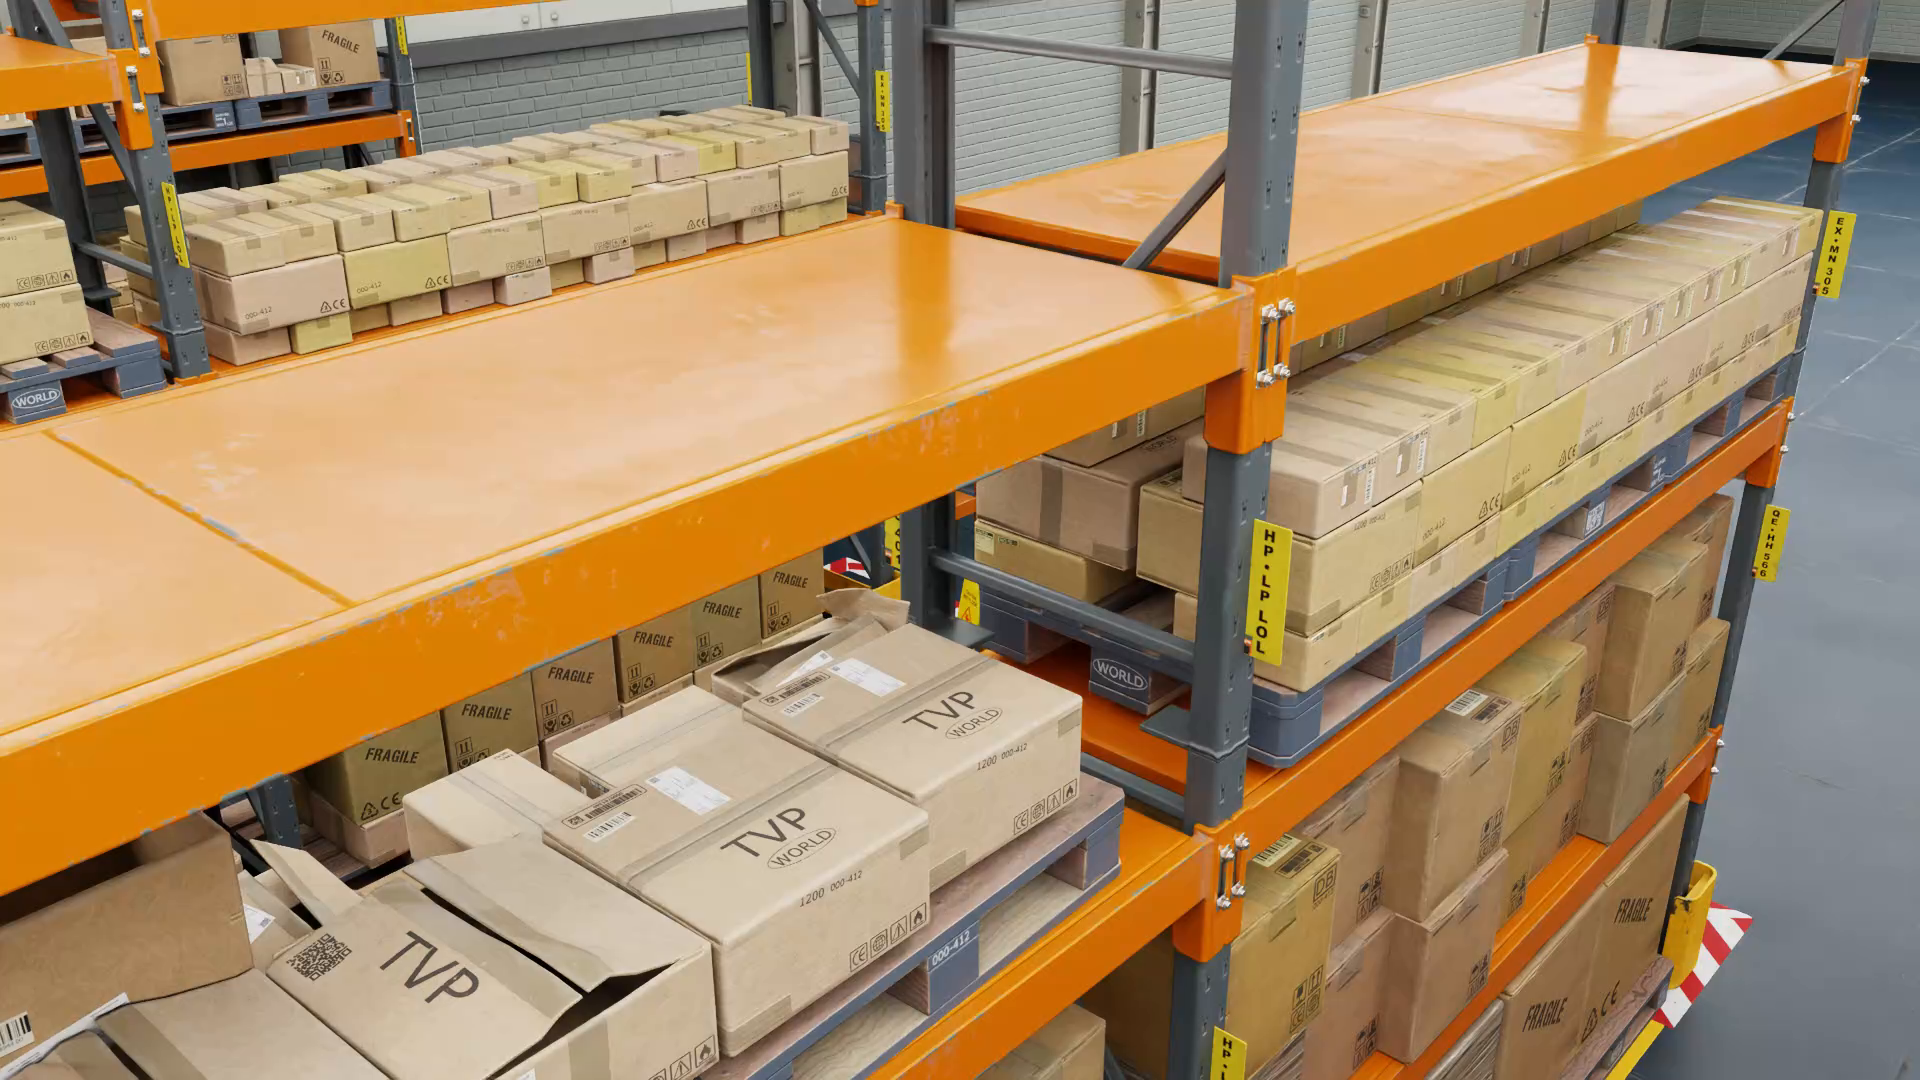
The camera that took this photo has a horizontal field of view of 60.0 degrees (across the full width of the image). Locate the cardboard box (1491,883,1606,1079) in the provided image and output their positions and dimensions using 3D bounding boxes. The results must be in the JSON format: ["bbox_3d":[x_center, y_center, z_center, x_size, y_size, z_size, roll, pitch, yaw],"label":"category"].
[{"bbox_3d":[1.936,1.771,6.689,0.875,0.875,0.875,20,31,37],"label":"cardboard box"}]

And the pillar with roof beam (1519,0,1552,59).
[{"bbox_3d":[13.560,-11.084,25.942,9.100,9.000,0.400,20,31,38],"label":"pillar with roof beam"}]

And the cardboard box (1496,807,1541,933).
[{"bbox_3d":[1.570,1.039,6.054,0.875,0.550,0.500,20,31,38],"label":"cardboard box"}]

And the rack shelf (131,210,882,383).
[{"bbox_3d":[-2.164,-1.252,8.561,1.077,0.370,4.000,20,31,38],"label":"rack shelf"}]

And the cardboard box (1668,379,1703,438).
[{"bbox_3d":[2.276,-0.488,5.648,0.380,0.149,0.250,20,31,37],"label":"cardboard box"}]

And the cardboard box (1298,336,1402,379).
[{"bbox_3d":[1.065,-0.481,5.145,0.500,0.250,0.500,20,31,37],"label":"cardboard box"}]

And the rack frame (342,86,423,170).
[{"bbox_3d":[-4.528,-2.175,13.407,1.000,3.000,0.127,20,31,38],"label":"rack frame"}]

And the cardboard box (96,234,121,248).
[{"bbox_3d":[-6.138,-2.064,11.879,0.380,0.149,0.250,21,32,39],"label":"cardboard box"}]

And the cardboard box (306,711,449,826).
[{"bbox_3d":[-2.904,1.012,8.228,0.500,0.500,0.500,22,32,40],"label":"cardboard box"}]

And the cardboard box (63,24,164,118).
[{"bbox_3d":[-5.819,-3.175,11.207,0.797,0.503,0.637,21,32,39],"label":"cardboard box"}]

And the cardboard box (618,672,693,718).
[{"bbox_3d":[-1.865,0.878,9.444,0.500,0.250,0.500,19,30,36],"label":"cardboard box"}]

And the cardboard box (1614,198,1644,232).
[{"bbox_3d":[2.465,-1.341,6.576,0.380,0.149,0.250,21,31,38],"label":"cardboard box"}]

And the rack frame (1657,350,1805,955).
[{"bbox_3d":[2.925,0.500,7.441,1.000,3.000,0.127,20,31,38],"label":"rack frame"}]

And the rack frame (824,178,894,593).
[{"bbox_3d":[-0.829,-0.821,10.386,1.000,3.000,0.127,20,31,38],"label":"rack frame"}]

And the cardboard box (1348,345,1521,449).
[{"bbox_3d":[1.259,-0.388,4.450,0.380,0.149,0.250,20,31,37],"label":"cardboard box"}]

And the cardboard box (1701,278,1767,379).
[{"bbox_3d":[2.472,-0.796,5.848,0.500,0.250,0.500,20,31,38],"label":"cardboard box"}]

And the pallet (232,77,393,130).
[{"bbox_3d":[-5.019,-3.296,12.347,1.003,0.211,1.213,20,31,38],"label":"pallet"}]

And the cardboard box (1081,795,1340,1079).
[{"bbox_3d":[0.527,1.054,4.701,0.875,0.550,0.550,20,31,38],"label":"cardboard box"}]

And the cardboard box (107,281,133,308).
[{"bbox_3d":[-5.913,-1.706,11.444,0.380,0.149,0.250,19,30,36],"label":"cardboard box"}]

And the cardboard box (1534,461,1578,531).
[{"bbox_3d":[1.600,-0.180,4.961,0.380,0.149,0.250,20,31,38],"label":"cardboard box"}]

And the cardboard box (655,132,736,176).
[{"bbox_3d":[-1.400,-2.041,8.774,0.380,0.149,0.250,20,31,38],"label":"cardboard box"}]

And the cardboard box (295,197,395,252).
[{"bbox_3d":[-2.710,-1.393,7.327,0.380,0.149,0.250,19,30,36],"label":"cardboard box"}]

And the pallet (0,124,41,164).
[{"bbox_3d":[-6.647,-2.552,10.689,1.003,0.211,1.213,20,31,38],"label":"pallet"}]

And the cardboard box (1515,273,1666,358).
[{"bbox_3d":[1.935,-0.696,5.137,0.380,0.149,0.250,20,31,38],"label":"cardboard box"}]

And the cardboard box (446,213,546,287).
[{"bbox_3d":[-2.320,-1.407,7.845,0.500,0.250,0.500,20,31,38],"label":"cardboard box"}]

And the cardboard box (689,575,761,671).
[{"bbox_3d":[-1.515,0.375,9.650,0.500,0.500,0.500,22,32,39],"label":"cardboard box"}]

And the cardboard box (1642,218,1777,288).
[{"bbox_3d":[2.614,-1.007,5.830,0.380,0.149,0.250,21,31,38],"label":"cardboard box"}]

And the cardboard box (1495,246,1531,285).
[{"bbox_3d":[1.786,-1.031,5.886,0.380,0.149,0.250,19,31,37],"label":"cardboard box"}]

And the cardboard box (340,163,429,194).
[{"bbox_3d":[-2.766,-1.698,8.009,0.380,0.149,0.250,19,31,37],"label":"cardboard box"}]

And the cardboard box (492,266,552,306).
[{"bbox_3d":[-2.182,-1.253,7.991,0.380,0.149,0.250,19,31,37],"label":"cardboard box"}]

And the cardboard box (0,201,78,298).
[{"bbox_3d":[-3.790,-1.111,6.426,0.500,0.250,0.500,21,32,39],"label":"cardboard box"}]

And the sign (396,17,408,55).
[{"bbox_3d":[-4.133,-3.760,12.288,0.100,0.325,0.005,20,31,38],"label":"sign"}]

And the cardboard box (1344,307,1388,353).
[{"bbox_3d":[1.105,-0.720,5.191,0.380,0.149,0.250,20,31,37],"label":"cardboard box"}]

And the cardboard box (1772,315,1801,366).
[{"bbox_3d":[2.955,-0.798,6.340,0.380,0.149,0.250,20,31,37],"label":"cardboard box"}]

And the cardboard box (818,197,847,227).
[{"bbox_3d":[-0.859,-1.890,9.411,0.380,0.149,0.250,20,31,38],"label":"cardboard box"}]

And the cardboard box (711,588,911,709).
[{"bbox_3d":[-0.334,0.289,3.772,0.258,0.266,0.396,20,31,37],"label":"cardboard box"}]

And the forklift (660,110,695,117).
[{"bbox_3d":[-2.459,-1.591,12.187,3.031,2.935,1.130,-1,24,-3],"label":"forklift"}]

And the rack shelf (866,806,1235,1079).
[{"bbox_3d":[-1.080,1.287,2.897,1.077,0.370,4.000,20,31,38],"label":"rack shelf"}]

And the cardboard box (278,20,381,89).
[{"bbox_3d":[-4.642,-3.626,12.217,0.500,0.500,0.500,21,32,39],"label":"cardboard box"}]

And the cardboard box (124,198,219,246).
[{"bbox_3d":[-3.450,-1.377,7.291,0.380,0.149,0.250,21,32,39],"label":"cardboard box"}]

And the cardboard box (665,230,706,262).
[{"bbox_3d":[-1.553,-1.586,8.733,0.380,0.149,0.250,20,31,37],"label":"cardboard box"}]

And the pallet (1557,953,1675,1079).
[{"bbox_3d":[2.449,2.037,7.420,1.003,0.211,1.213,20,31,38],"label":"pallet"}]

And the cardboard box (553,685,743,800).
[{"bbox_3d":[-0.622,0.475,3.500,0.250,0.149,0.380,20,31,38],"label":"cardboard box"}]

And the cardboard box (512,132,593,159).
[{"bbox_3d":[-2.139,-2.031,8.751,0.380,0.149,0.250,21,32,39],"label":"cardboard box"}]

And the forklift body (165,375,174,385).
[{"bbox_3d":[-4.435,-0.712,11.181,2.313,2.155,1.214,20,31,38],"label":"forklift body"}]

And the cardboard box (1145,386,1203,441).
[{"bbox_3d":[0.431,-0.412,4.505,0.380,0.149,0.250,20,31,37],"label":"cardboard box"}]

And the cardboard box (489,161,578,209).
[{"bbox_3d":[-2.069,-1.724,8.065,0.380,0.149,0.250,21,32,39],"label":"cardboard box"}]

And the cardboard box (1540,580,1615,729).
[{"bbox_3d":[1.875,0.367,6.233,0.875,0.550,0.550,20,31,38],"label":"cardboard box"}]

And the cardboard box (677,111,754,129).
[{"bbox_3d":[-1.374,-2.305,9.363,0.380,0.149,0.250,20,31,37],"label":"cardboard box"}]

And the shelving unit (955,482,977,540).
[{"bbox_3d":[-0.036,-0.463,11.970,0.215,1.050,0.252,20,31,38],"label":"shelving unit"}]

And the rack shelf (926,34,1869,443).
[{"bbox_3d":[1.590,-1.118,5.083,1.077,0.370,4.000,20,31,38],"label":"rack shelf"}]

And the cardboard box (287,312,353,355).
[{"bbox_3d":[-2.889,-0.948,7.311,0.380,0.149,0.250,20,31,38],"label":"cardboard box"}]

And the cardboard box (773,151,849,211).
[{"bbox_3d":[-0.970,-2.028,9.231,0.500,0.250,0.500,20,31,37],"label":"cardboard box"}]

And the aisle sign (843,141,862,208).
[{"bbox_3d":[-0.572,-1.947,9.720,0.394,0.787,0.004,20,31,38],"label":"aisle sign"}]

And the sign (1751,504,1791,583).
[{"bbox_3d":[3.320,0.016,6.815,0.100,0.325,0.005,20,31,38],"label":"sign"}]

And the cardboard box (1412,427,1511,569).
[{"bbox_3d":[1.126,-0.182,4.478,0.500,0.250,0.500,20,31,37],"label":"cardboard box"}]

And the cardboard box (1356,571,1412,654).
[{"bbox_3d":[0.923,0.129,4.271,0.380,0.149,0.250,20,31,38],"label":"cardboard box"}]

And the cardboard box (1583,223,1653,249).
[{"bbox_3d":[2.412,-1.097,6.519,0.500,0.250,0.500,20,31,37],"label":"cardboard box"}]
